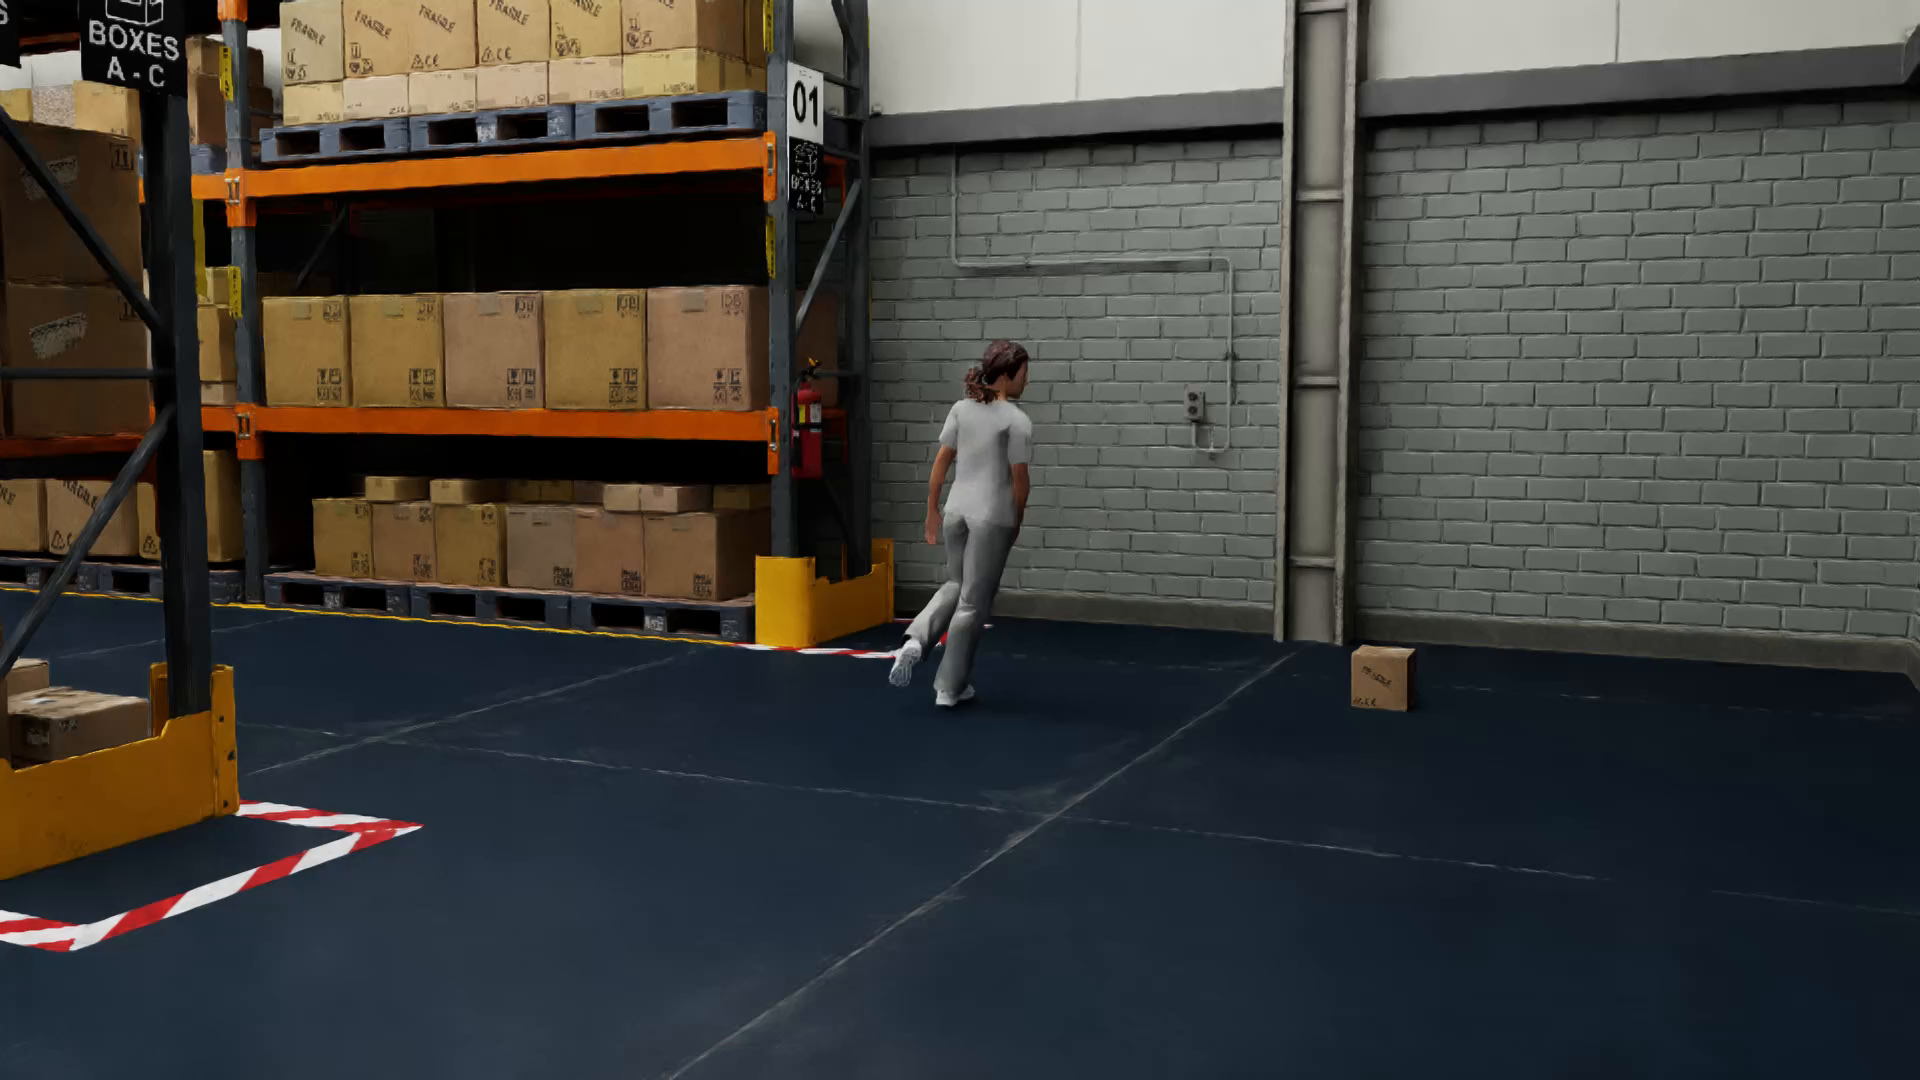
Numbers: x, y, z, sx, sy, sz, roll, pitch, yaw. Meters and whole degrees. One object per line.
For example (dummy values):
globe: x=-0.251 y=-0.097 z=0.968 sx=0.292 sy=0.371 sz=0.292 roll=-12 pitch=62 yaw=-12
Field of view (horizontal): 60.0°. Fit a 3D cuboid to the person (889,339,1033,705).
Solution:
person: x=0.036 y=-0.068 z=7.435 sx=0.650 sy=1.644 sz=0.499 roll=4 pitch=7 yaw=36
